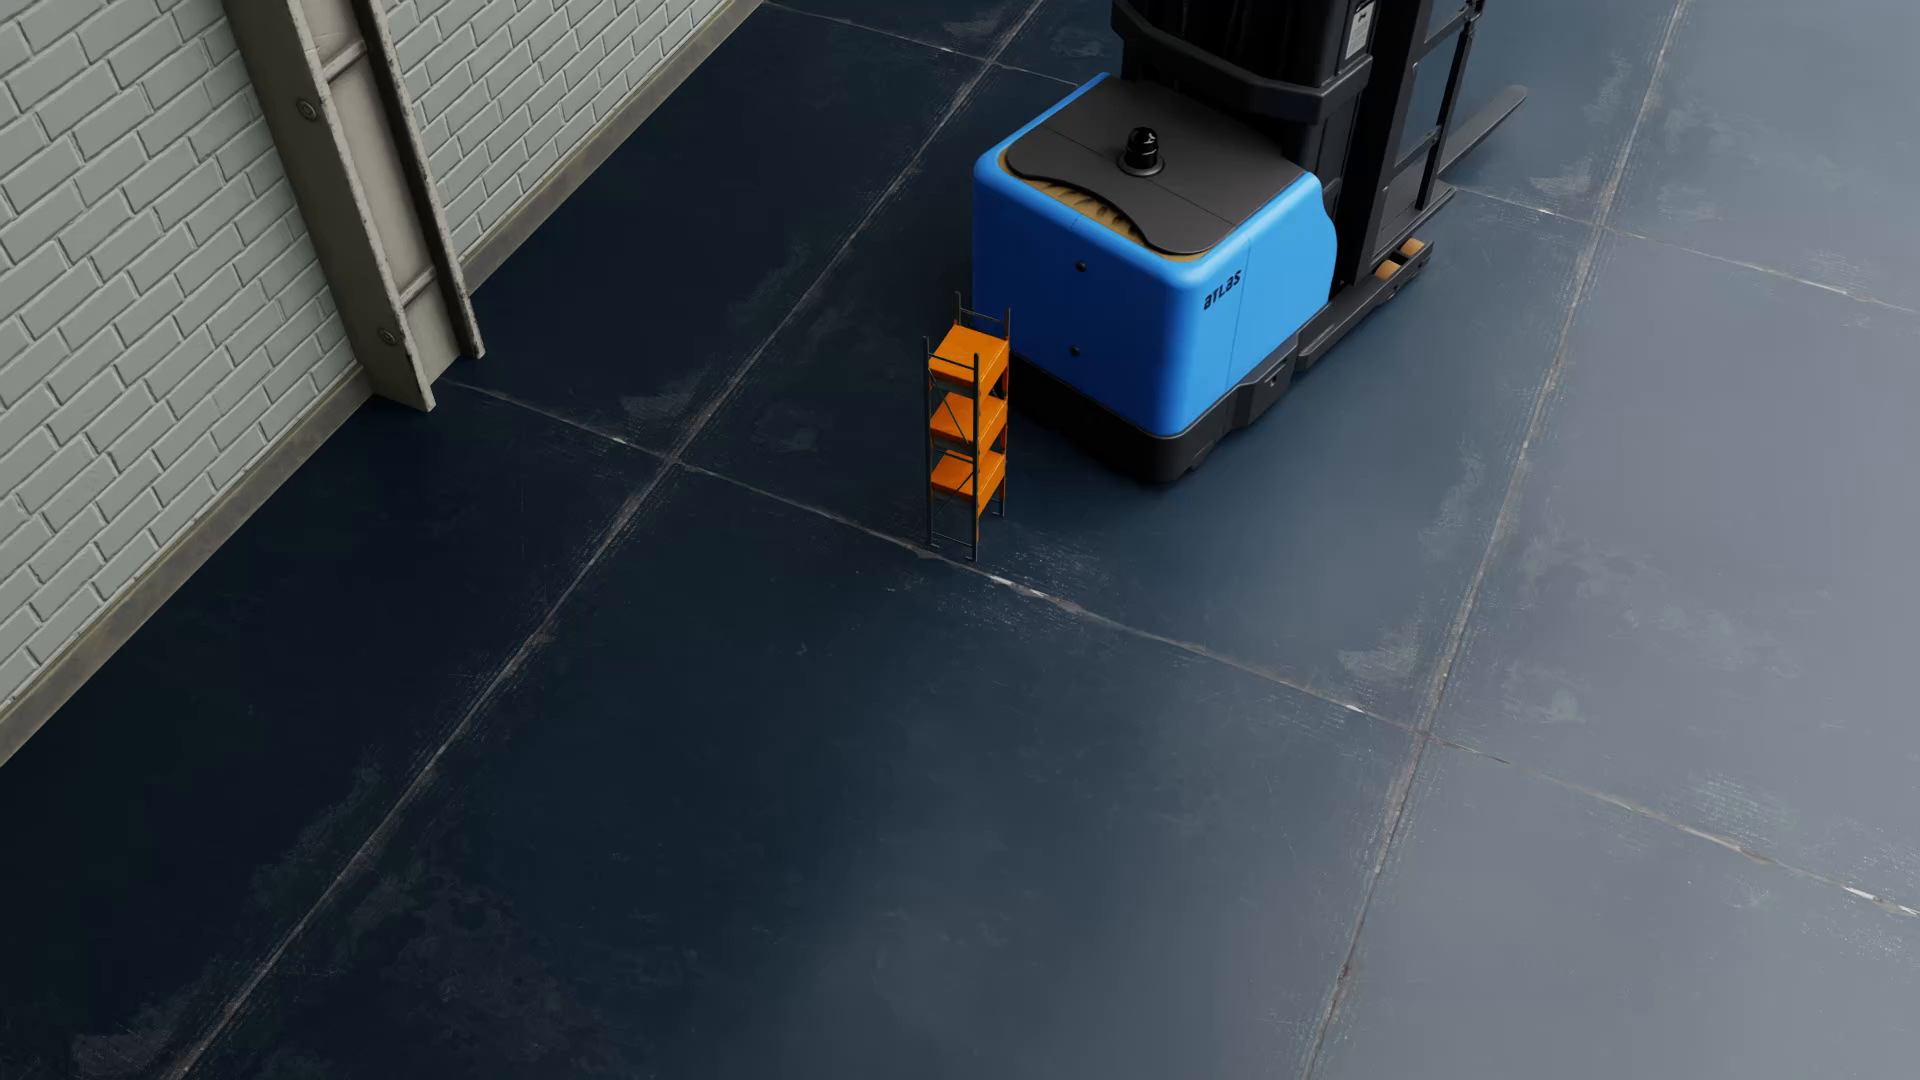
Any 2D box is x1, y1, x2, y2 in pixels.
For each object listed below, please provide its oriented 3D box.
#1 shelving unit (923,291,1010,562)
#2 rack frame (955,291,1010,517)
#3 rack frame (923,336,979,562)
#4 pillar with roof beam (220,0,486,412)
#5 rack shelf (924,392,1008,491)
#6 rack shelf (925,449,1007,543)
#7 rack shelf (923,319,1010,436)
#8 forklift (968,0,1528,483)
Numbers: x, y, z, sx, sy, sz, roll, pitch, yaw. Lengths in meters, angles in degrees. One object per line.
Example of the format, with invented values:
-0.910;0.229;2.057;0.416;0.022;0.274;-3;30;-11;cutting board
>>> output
0.023;-0.377;5.882;0.215;1.050;0.252;20;52;16;shelving unit
0.075;-0.461;5.953;0.200;1.050;0.008;20;52;16;rack frame
-0.029;-0.293;5.810;0.200;1.050;0.008;20;52;16;rack frame
1.700;-2.214;2.225;9.100;9.000;0.400;20;52;16;pillar with roof beam
0.023;-0.370;5.890;0.215;0.259;0.240;20;52;16;rack shelf
0.023;-0.190;6.101;0.215;0.259;0.240;20;52;16;rack shelf
0.023;-0.554;5.673;0.215;0.259;0.240;20;52;16;rack shelf
1.390;-2.213;6.209;1.130;2.935;3.031;34;58;26;forklift
